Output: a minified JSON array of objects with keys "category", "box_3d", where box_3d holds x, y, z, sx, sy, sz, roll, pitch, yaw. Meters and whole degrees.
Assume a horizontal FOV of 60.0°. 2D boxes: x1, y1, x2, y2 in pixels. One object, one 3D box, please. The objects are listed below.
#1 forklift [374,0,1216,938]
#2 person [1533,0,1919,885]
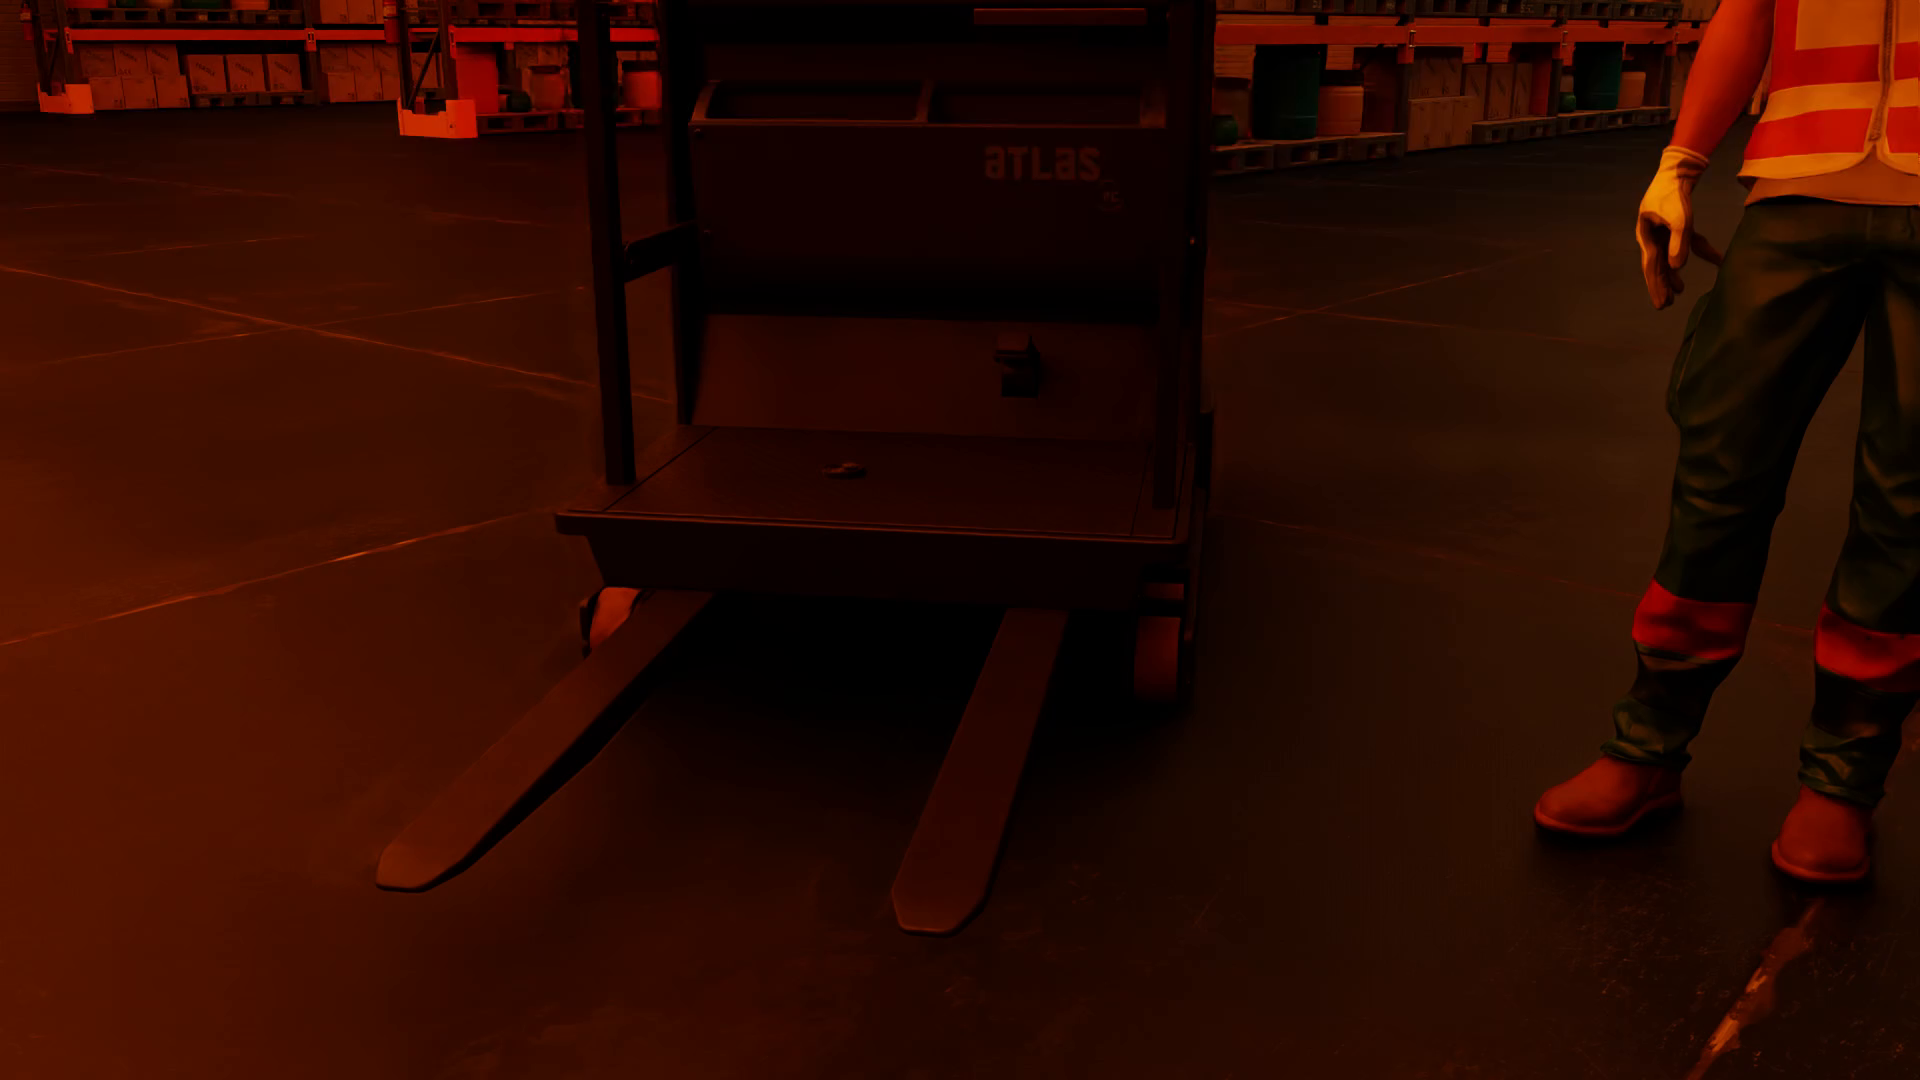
[{"category":"forklift","box_3d":[-0.092,-1.216,2.904,1.130,2.935,3.031,3,17,9]},{"category":"person","box_3d":[1.223,-0.414,2.221,0.660,1.795,0.521,14,22,39]}]
